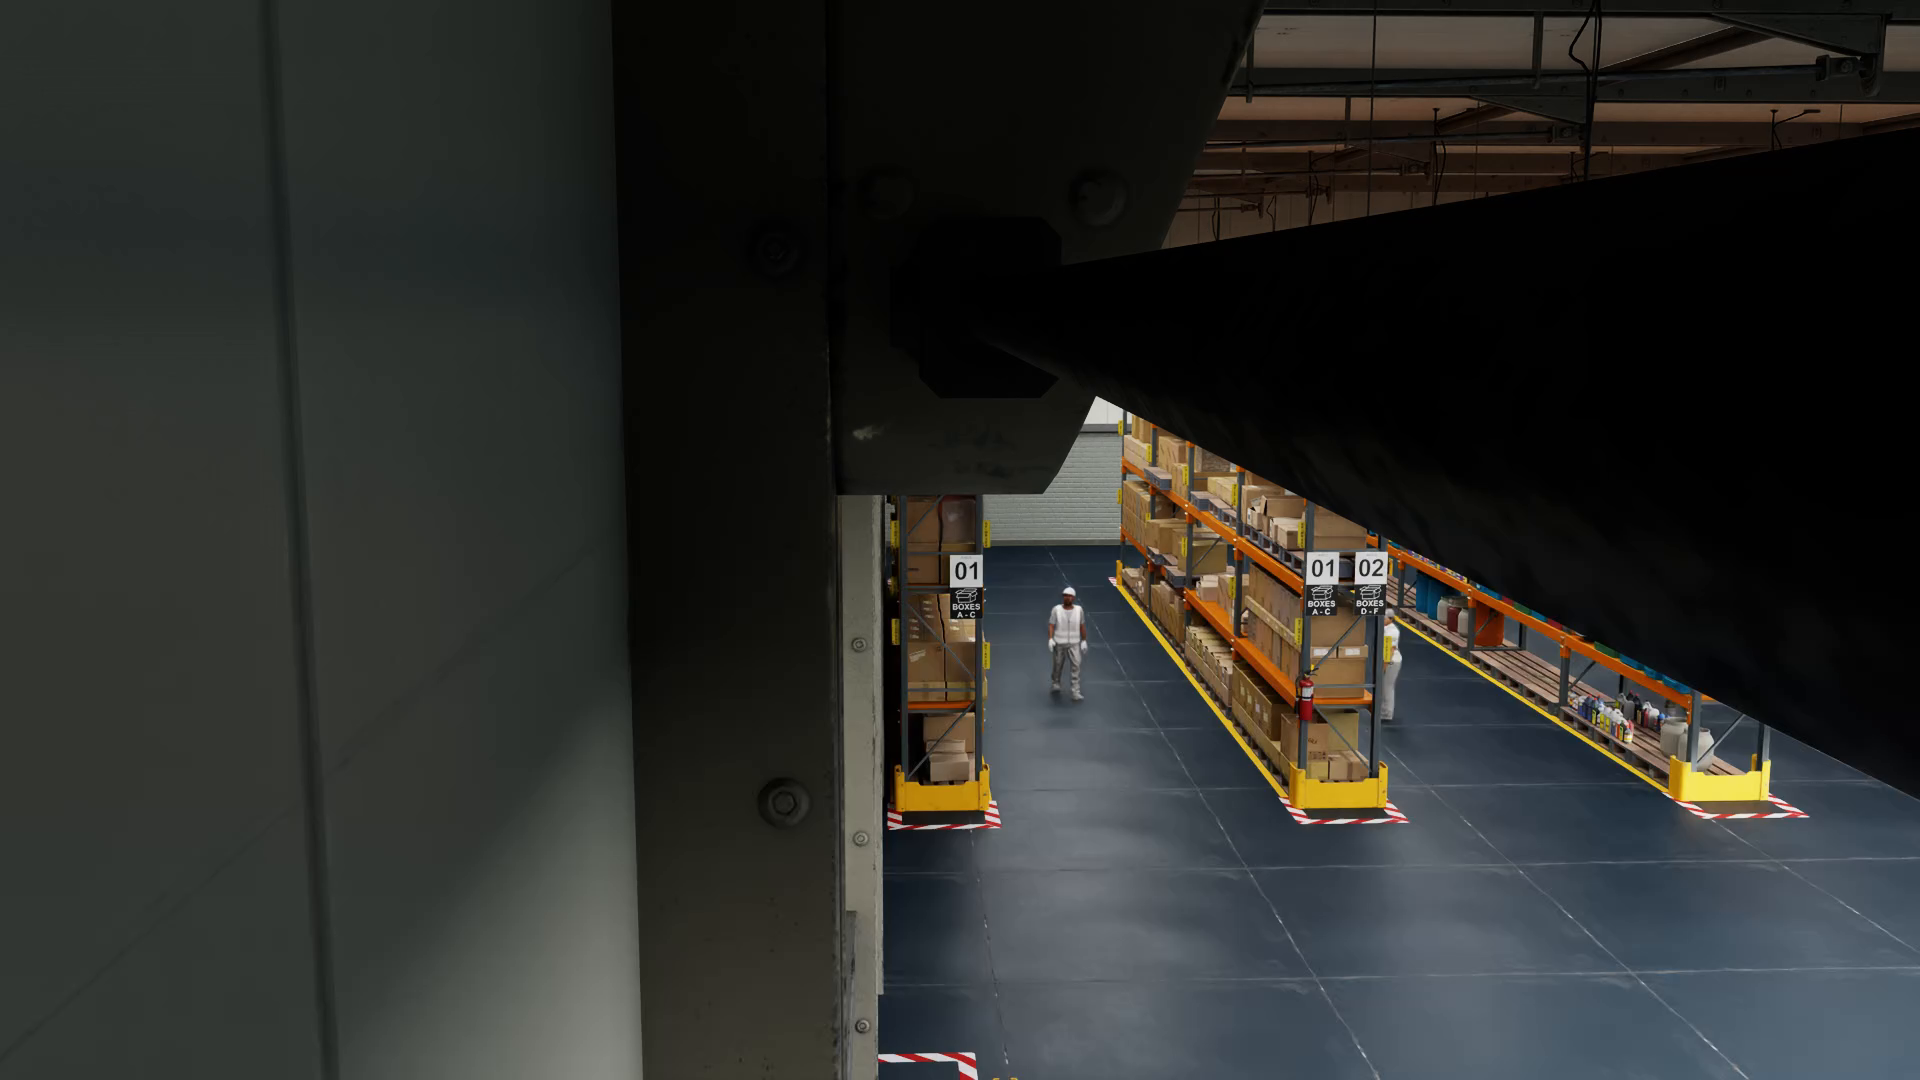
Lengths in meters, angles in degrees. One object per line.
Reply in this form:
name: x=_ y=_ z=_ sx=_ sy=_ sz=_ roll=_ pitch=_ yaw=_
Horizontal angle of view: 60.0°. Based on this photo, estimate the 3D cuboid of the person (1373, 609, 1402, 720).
person: x=6.370 y=1.853 z=24.842 sx=0.405 sy=1.674 sz=0.502 roll=0 pitch=8 yaw=0

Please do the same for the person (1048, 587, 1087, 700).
person: x=1.704 y=1.624 z=26.159 sx=0.669 sy=1.734 sz=1.016 roll=-1 pitch=9 yaw=-9

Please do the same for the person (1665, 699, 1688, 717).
person: x=10.995 y=1.834 z=25.026 sx=0.638 sy=1.702 sz=0.509 roll=5 pitch=10 yaw=29
